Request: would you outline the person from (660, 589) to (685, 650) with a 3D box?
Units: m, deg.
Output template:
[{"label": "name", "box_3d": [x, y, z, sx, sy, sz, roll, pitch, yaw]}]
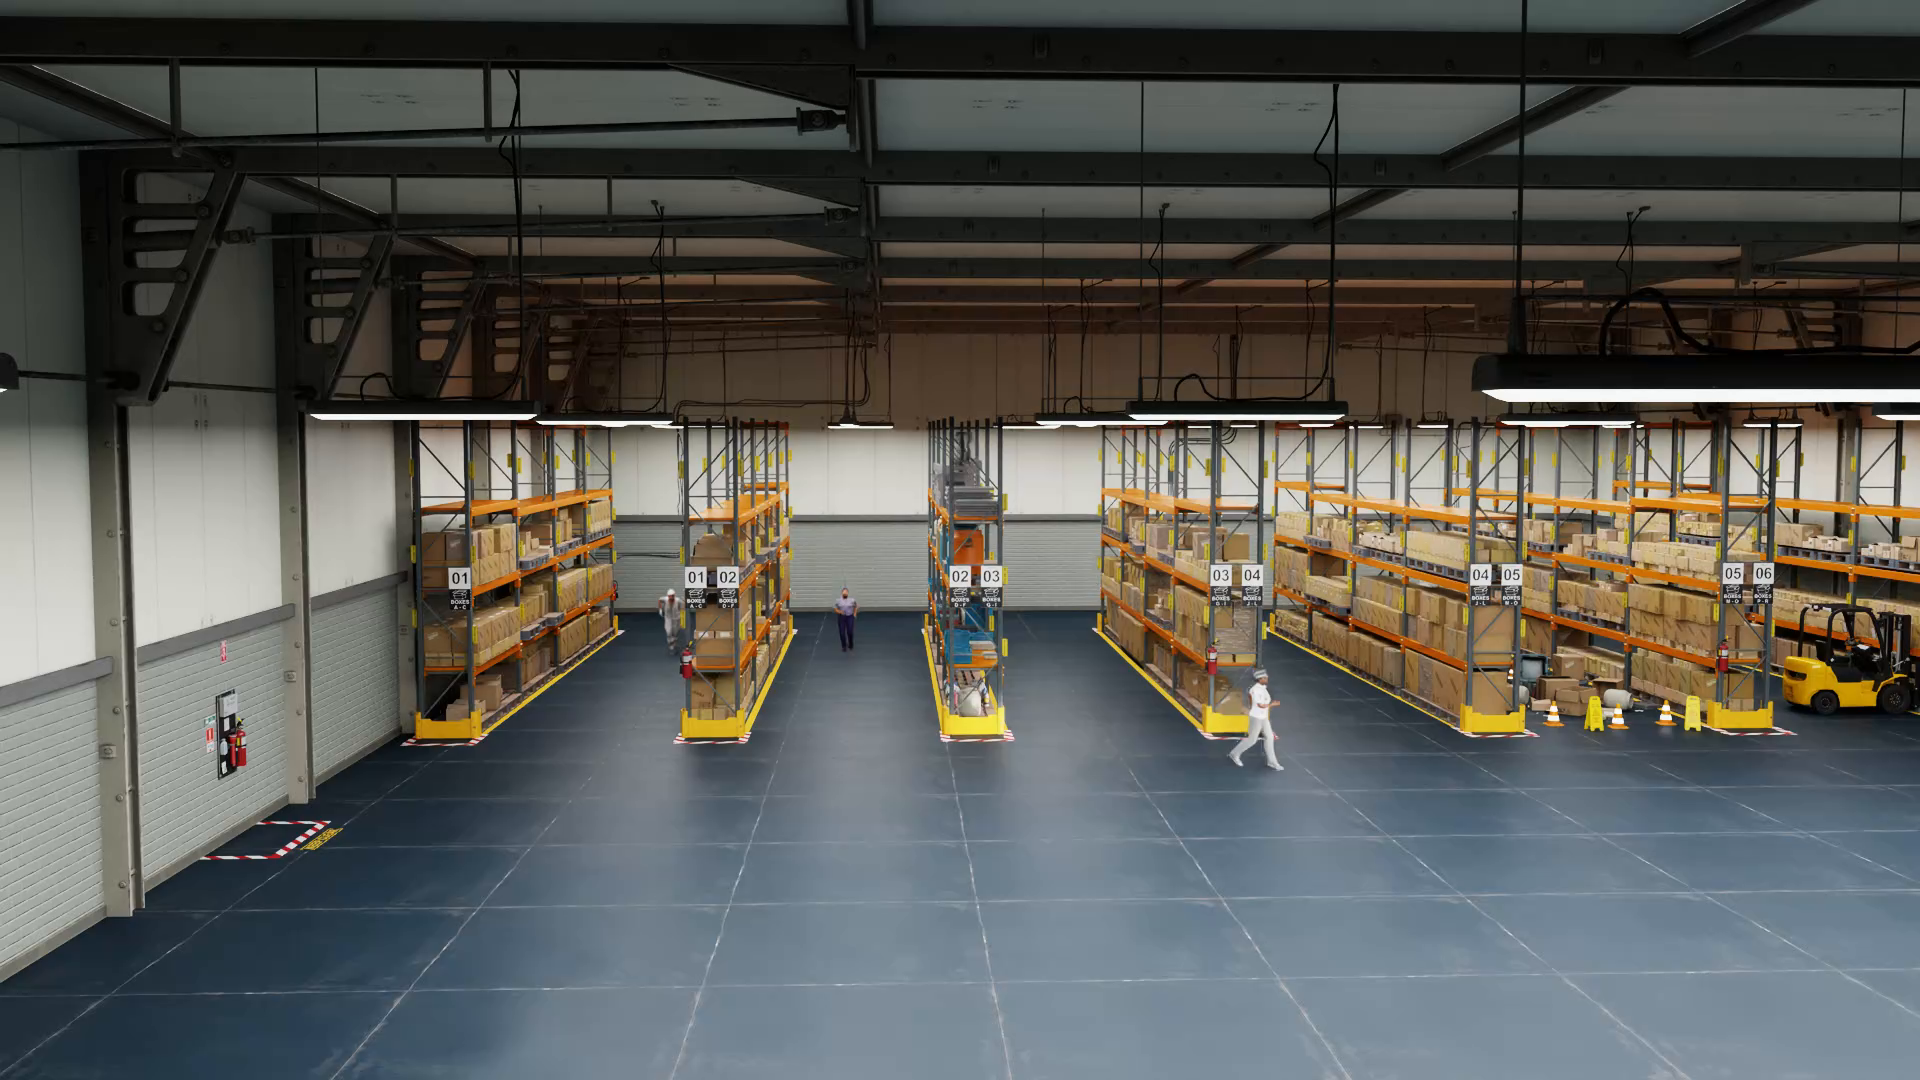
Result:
[{"label": "person", "box_3d": [-7.414, 2.022, 42.925, 0.666, 1.570, 1.028, 0, 4, -2]}]

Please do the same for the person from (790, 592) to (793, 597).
[{"label": "person", "box_3d": [-5.117, 1.356, 48.163, 0.524, 0.915, 0.671, 1, 4, 8]}]

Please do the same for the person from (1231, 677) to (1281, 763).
[{"label": "person", "box_3d": [5.014, 2.984, 28.096, 0.837, 1.559, 0.566, 2, 4, 23]}]

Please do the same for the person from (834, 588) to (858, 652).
[{"label": "person", "box_3d": [-2.852, 2.008, 41.645, 0.592, 1.609, 0.577, 0, 4, -2]}]
